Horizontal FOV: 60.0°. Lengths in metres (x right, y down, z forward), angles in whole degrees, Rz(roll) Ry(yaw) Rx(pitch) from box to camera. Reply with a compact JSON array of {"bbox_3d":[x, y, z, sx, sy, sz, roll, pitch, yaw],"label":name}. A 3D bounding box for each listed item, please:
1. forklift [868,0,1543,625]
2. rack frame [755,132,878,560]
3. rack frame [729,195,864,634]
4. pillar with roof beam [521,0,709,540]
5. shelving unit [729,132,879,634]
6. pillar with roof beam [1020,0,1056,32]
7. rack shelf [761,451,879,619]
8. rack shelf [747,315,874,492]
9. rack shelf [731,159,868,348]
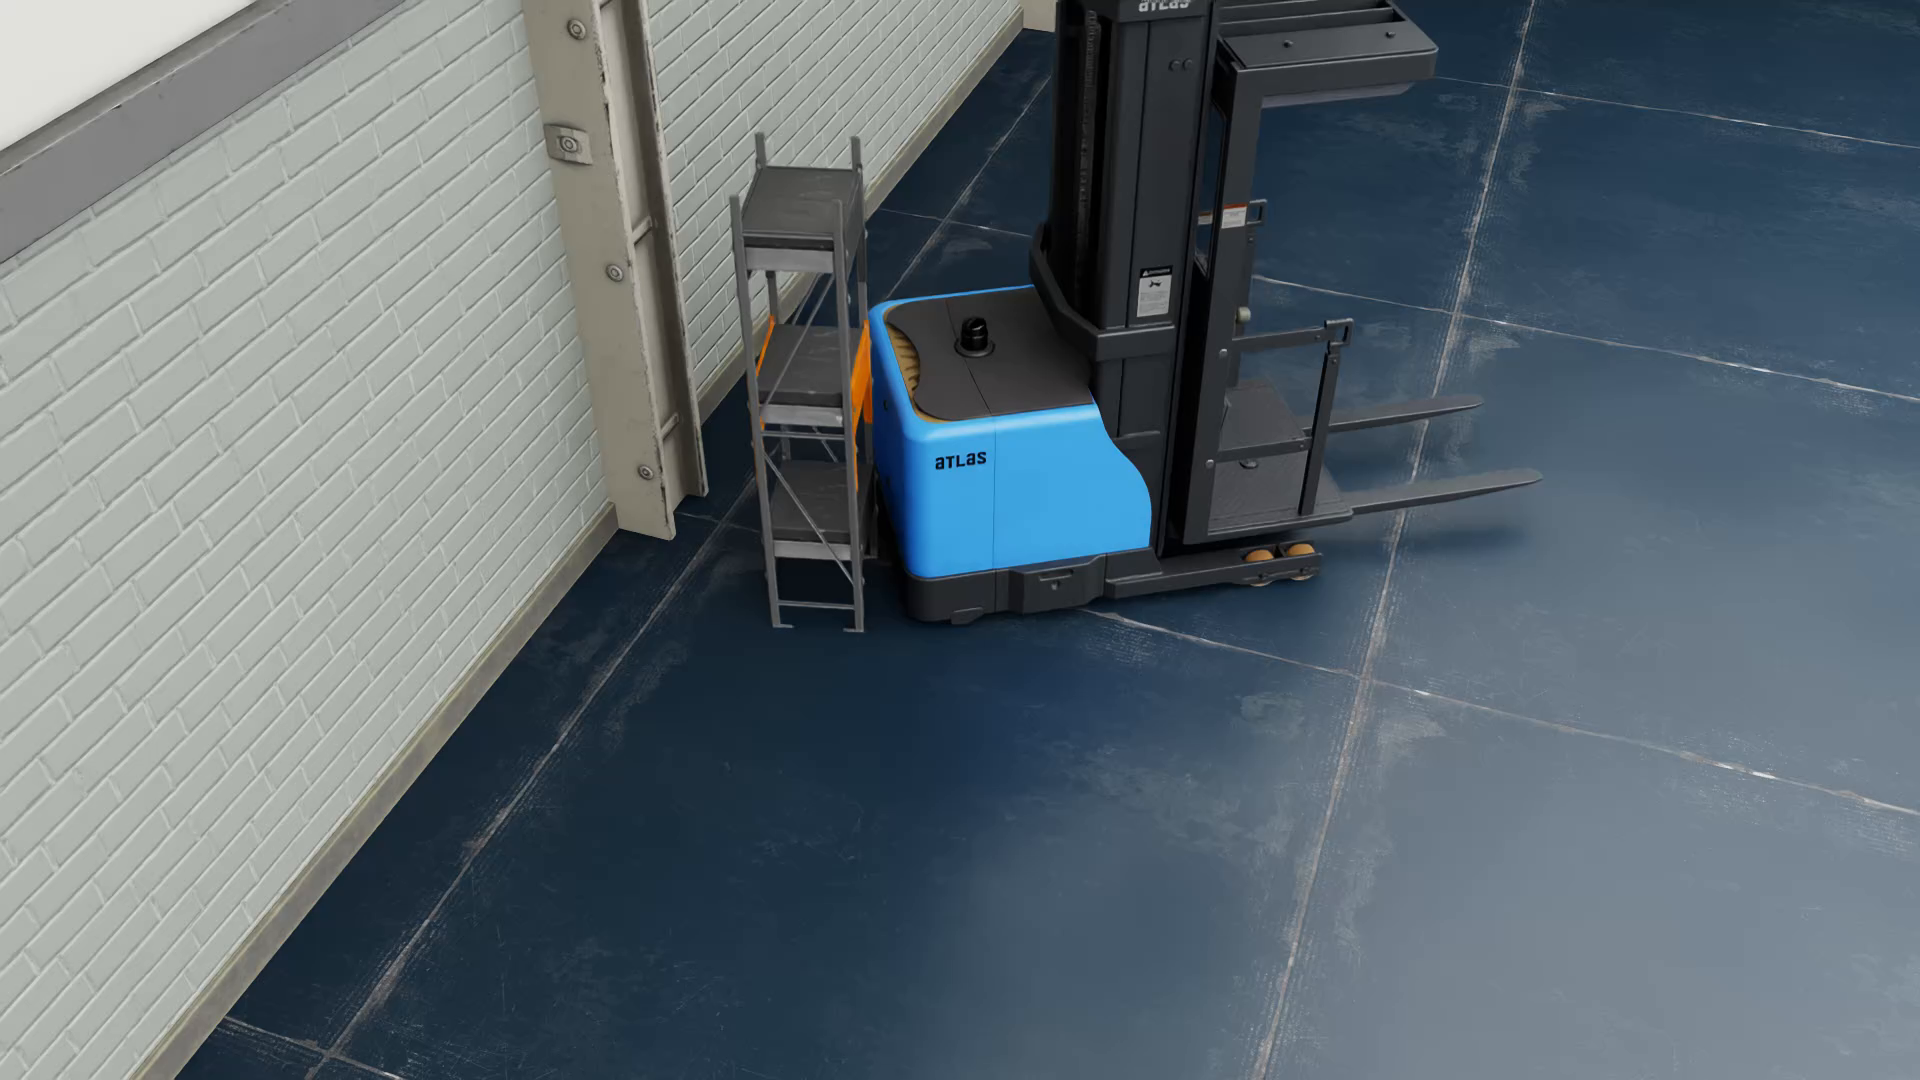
[{"bbox_3d":[1.150,-1.235,6.893,3.031,2.935,1.130,-8,41,-9],"label":"forklift"},{"bbox_3d":[-0.574,-0.724,6.935,0.400,2.100,0.015,3,41,4],"label":"rack frame"},{"bbox_3d":[-0.619,-0.409,6.565,0.400,2.100,0.015,3,41,4],"label":"rack frame"},{"bbox_3d":[2.630,-2.620,3.841,9.100,9.000,0.400,13,42,15],"label":"pillar with roof beam"},{"bbox_3d":[-0.596,-0.567,6.750,0.431,2.100,0.503,3,41,4],"label":"shelving unit"},{"bbox_3d":[4.682,-6.279,8.131,9.100,9.000,0.400,13,42,15],"label":"pillar with roof beam"},{"bbox_3d":[-0.596,-0.024,7.213,0.431,0.518,0.480,3,41,4],"label":"rack shelf"},{"bbox_3d":[-0.596,-0.556,6.759,0.431,0.518,0.480,3,41,4],"label":"rack shelf"},{"bbox_3d":[-0.596,-1.089,6.305,0.431,0.518,0.480,3,41,4],"label":"rack shelf"}]
